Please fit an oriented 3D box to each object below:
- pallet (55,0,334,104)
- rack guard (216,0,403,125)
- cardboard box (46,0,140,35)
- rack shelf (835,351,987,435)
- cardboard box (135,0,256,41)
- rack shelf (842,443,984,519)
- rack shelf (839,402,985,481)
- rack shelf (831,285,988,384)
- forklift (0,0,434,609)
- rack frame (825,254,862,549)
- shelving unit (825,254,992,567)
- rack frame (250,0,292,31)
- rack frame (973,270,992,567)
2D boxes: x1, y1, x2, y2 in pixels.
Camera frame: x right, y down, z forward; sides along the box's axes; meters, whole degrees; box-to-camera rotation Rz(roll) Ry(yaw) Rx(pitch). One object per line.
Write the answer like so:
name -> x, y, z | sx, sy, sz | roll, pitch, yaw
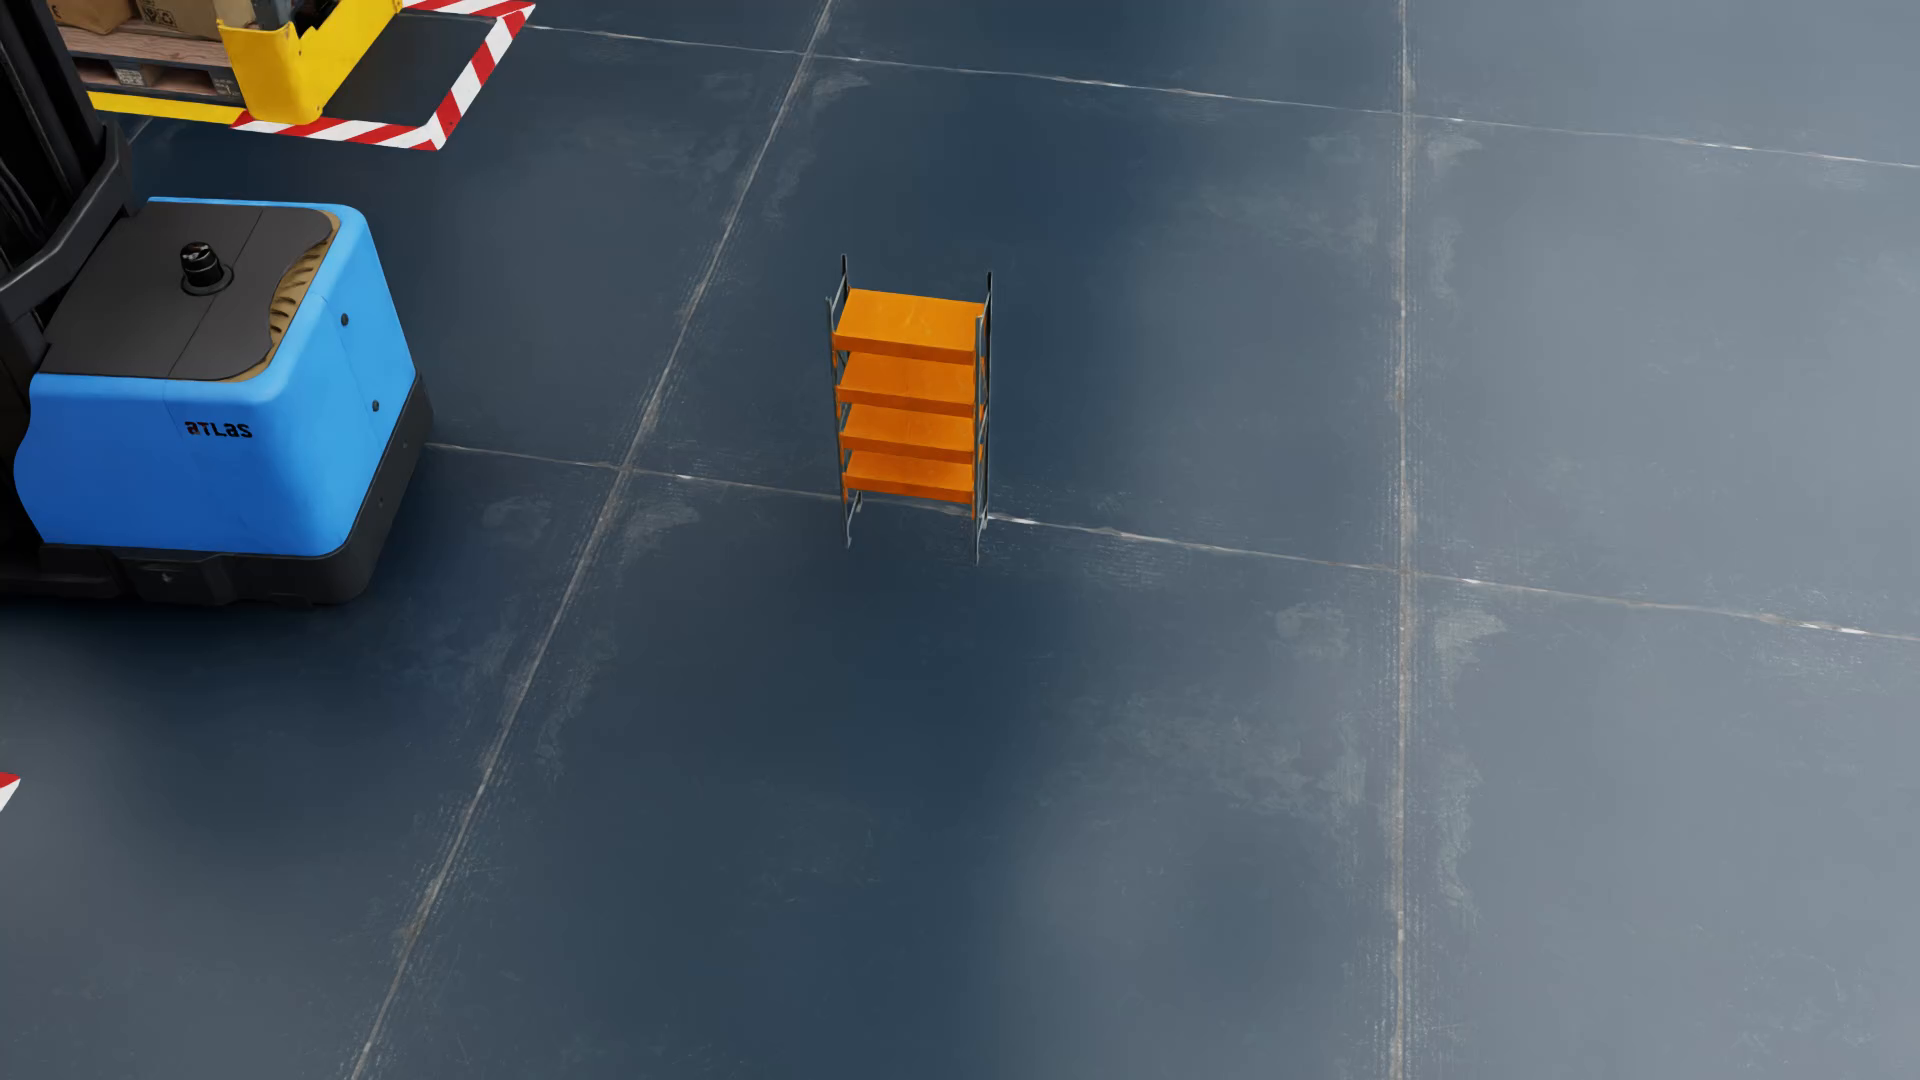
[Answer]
pallet -> -3.998, -2.656, 8.495 | 1.213, 0.211, 1.003 | 8, 49, 7
rack guard -> -3.204, -2.620, 8.268 | 0.348, 0.500, 1.175 | 8, 49, 7
cardboard box -> -4.335, -2.899, 8.236 | 0.500, 0.500, 0.500 | 19, 51, 17
rack shelf -> -0.163, -0.527, 5.707 | 0.480, 0.148, 0.258 | 8, 49, 7
cardboard box -> -3.741, -2.845, 8.188 | 0.500, 0.500, 0.500 | 16, 50, 14
rack shelf -> -0.163, -0.245, 6.021 | 0.480, 0.148, 0.258 | 8, 49, 7
rack shelf -> -0.163, -0.378, 5.873 | 0.480, 0.148, 0.258 | 8, 49, 7
rack shelf -> -0.163, -0.686, 5.531 | 0.480, 0.148, 0.258 | 8, 49, 7
forklift -> -3.622, -1.165, 5.327 | 3.031, 2.935, 1.130 | 3, 48, 3
rack frame -> -0.403, -0.455, 5.852 | 0.015, 1.200, 0.240 | 8, 49, 7
shelving unit -> -0.163, -0.423, 5.823 | 0.503, 1.200, 0.258 | 8, 49, 7
rack frame -> -3.130, -3.445, 7.329 | 0.127, 3.000, 1.000 | 8, 49, 7
rack frame -> 0.077, -0.391, 5.794 | 0.015, 1.200, 0.240 | 8, 49, 7
